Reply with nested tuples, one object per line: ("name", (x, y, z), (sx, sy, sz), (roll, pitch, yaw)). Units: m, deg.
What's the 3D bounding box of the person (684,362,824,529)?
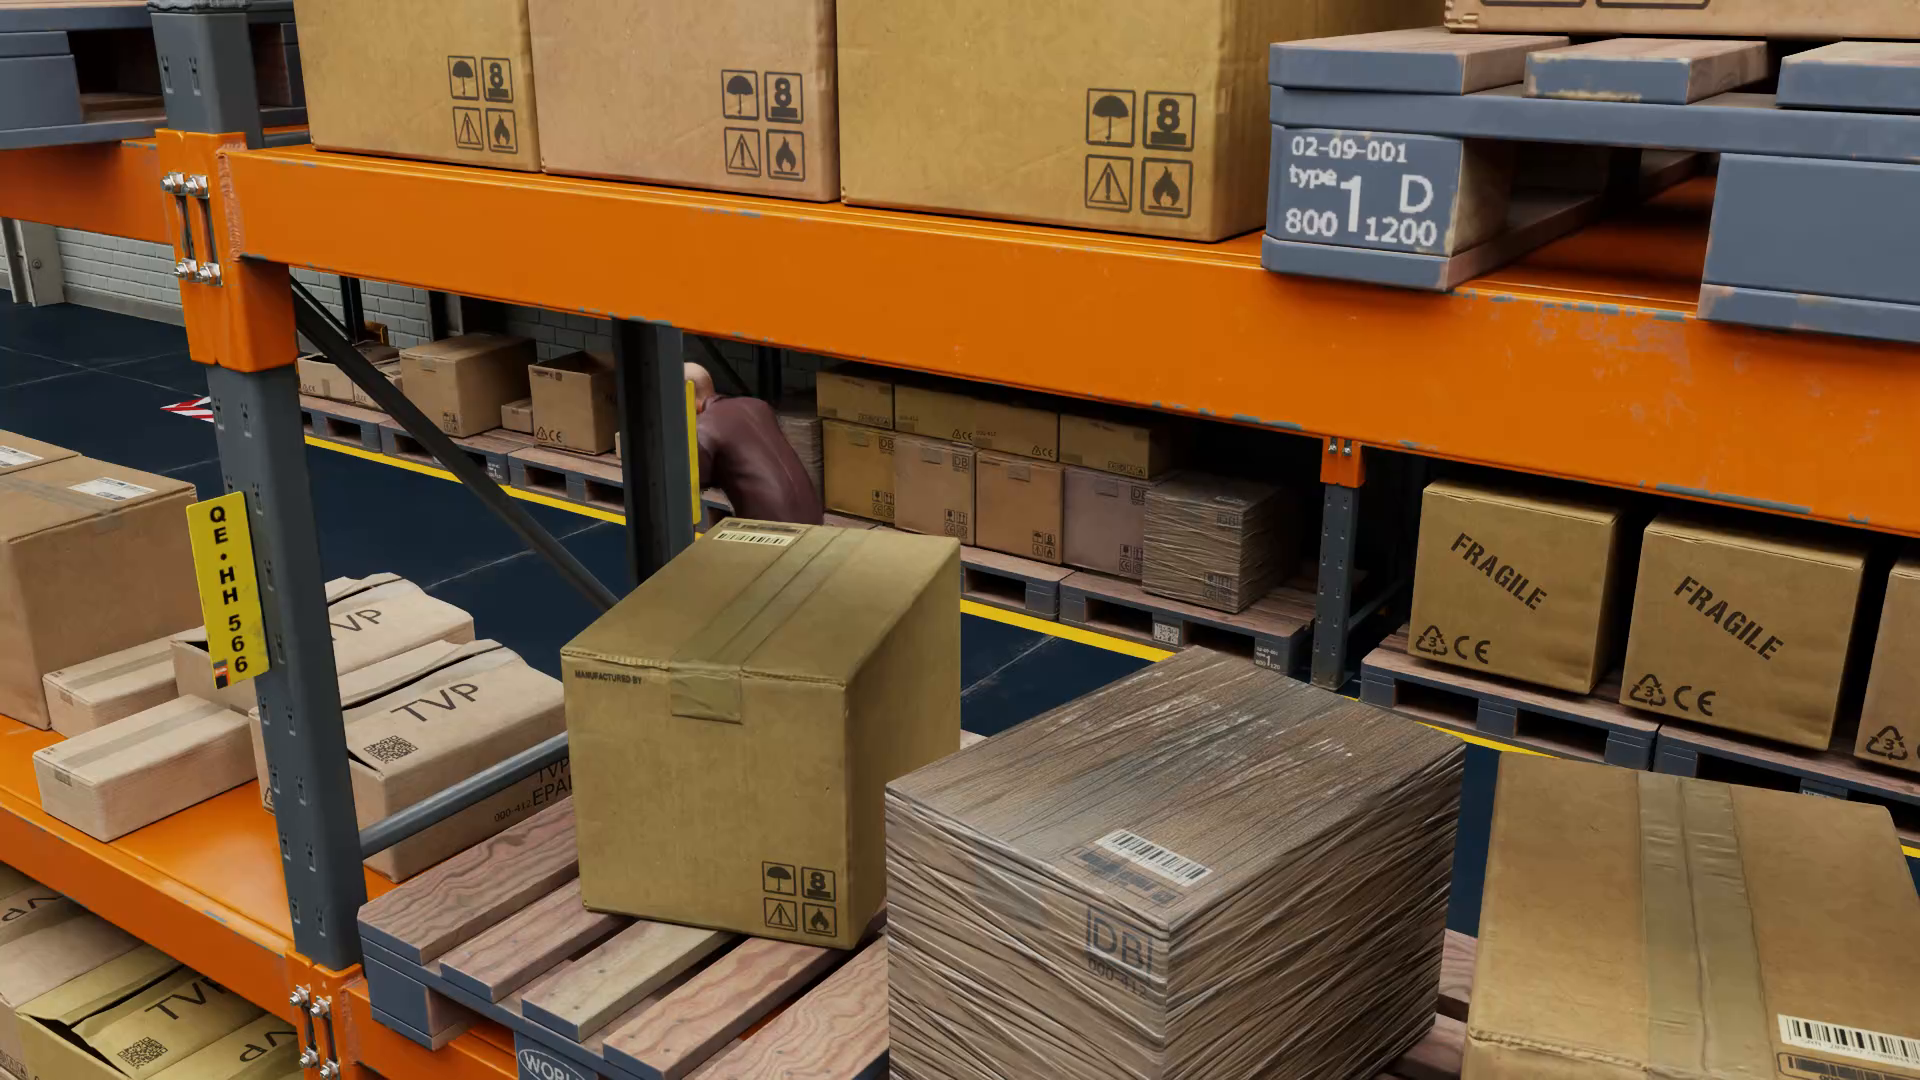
("person", (-0.937, -0.039, 7.146), (0.701, 1.420, 0.630), (13, 23, 32))
